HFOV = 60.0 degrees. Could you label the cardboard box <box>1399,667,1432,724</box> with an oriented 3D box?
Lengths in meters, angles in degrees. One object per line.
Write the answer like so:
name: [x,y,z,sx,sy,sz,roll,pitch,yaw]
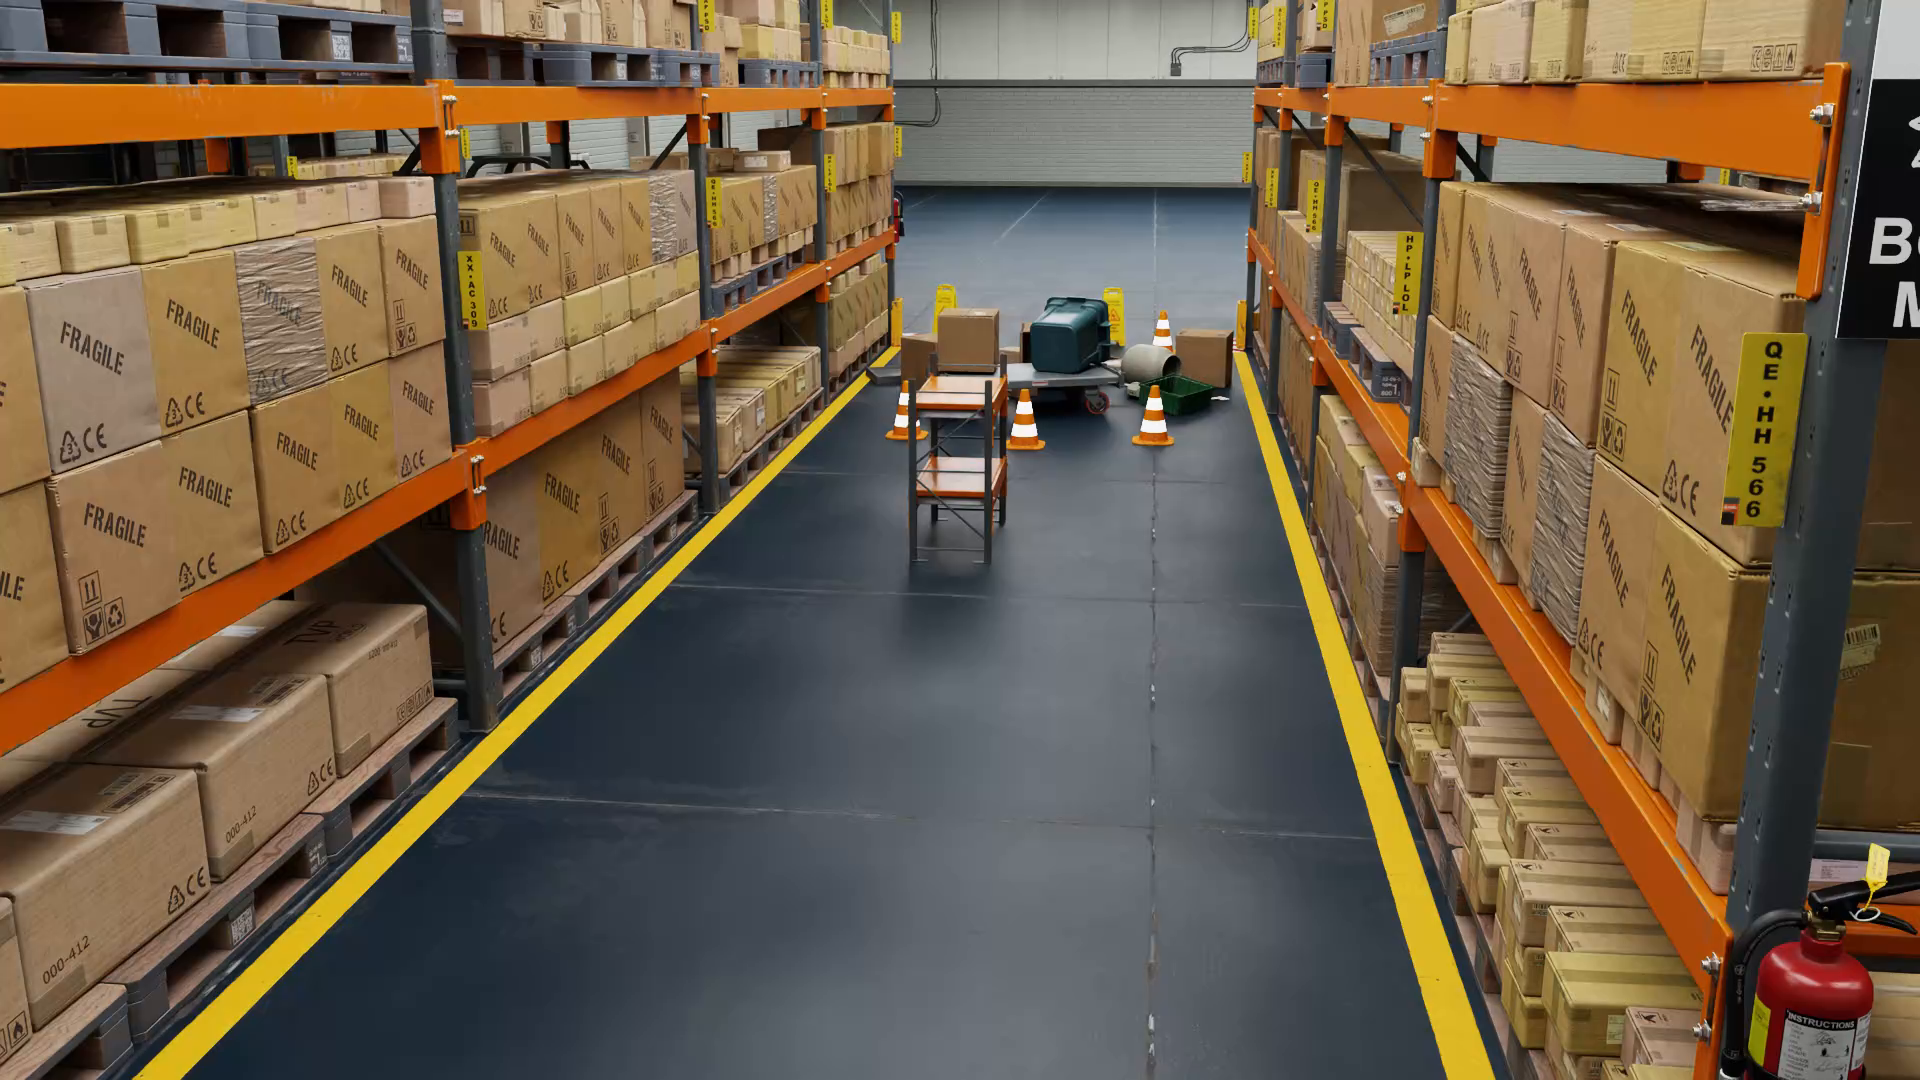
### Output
cardboard box: [1.975,0.629,6.675,0.380,0.149,0.250,2,15,9]

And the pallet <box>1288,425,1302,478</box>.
pallet: [3.089,-0.694,12.825,1.003,0.211,1.213,2,15,6]

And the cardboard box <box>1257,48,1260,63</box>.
cardboard box: [3.330,-5.096,17.499,0.380,0.149,0.250,2,15,7]

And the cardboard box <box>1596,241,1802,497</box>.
cardboard box: [1.744,-0.380,3.642,0.500,0.500,0.500,1,15,4]

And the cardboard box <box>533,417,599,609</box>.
cardboard box: [-2.512,-0.179,8.845,0.875,0.875,0.875,2,15,8]

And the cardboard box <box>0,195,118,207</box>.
cardboard box: [-2.984,-1.042,5.418,0.380,0.149,0.250,2,15,6]

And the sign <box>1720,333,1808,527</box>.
sign: [1.333,-0.181,2.760,0.100,0.325,0.005,2,15,6]

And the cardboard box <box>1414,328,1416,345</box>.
cardboard box: [2.211,-0.887,7.304,0.380,0.149,0.250,2,15,7]

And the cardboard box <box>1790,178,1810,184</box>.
cardboard box: [8.103,-3.576,15.463,0.500,0.500,0.500,2,15,6]

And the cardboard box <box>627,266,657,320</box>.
cardboard box: [-2.039,-1.411,9.465,0.500,0.250,0.500,1,15,5]

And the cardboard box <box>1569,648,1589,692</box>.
cardboard box: [1.782,0.318,4.222,0.380,0.149,0.250,1,15,4]

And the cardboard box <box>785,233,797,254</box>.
cardboard box: [-1.543,-2.417,13.532,0.380,0.149,0.250,2,15,7]

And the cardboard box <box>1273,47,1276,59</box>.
cardboard box: [3.045,-4.440,15.075,0.380,0.149,0.250,2,15,6]

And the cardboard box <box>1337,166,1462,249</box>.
cardboard box: [2.846,-2.170,10.832,0.700,0.500,0.500,2,15,6]

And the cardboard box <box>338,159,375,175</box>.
cardboard box: [-6.218,-3.805,16.984,0.380,0.149,0.250,2,15,6]

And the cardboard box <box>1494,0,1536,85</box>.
cardboard box: [1.893,-1.484,4.943,0.500,0.250,0.500,2,15,9]

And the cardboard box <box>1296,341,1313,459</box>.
cardboard box: [3.038,-1.021,12.198,1.050,0.750,0.750,2,15,7]

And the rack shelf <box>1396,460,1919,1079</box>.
rack shelf: [2.108,0.381,4.885,1.077,0.370,4.000,2,15,6]

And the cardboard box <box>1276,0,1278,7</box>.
cardboard box: [3.047,-4.822,14.960,0.380,0.149,0.250,2,15,7]

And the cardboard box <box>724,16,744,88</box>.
cardboard box: [-2.001,-3.536,12.049,0.797,0.503,0.637,2,15,6]

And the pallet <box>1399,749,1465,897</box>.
pallet: [2.293,1.036,6.425,1.003,0.211,1.213,2,15,6]

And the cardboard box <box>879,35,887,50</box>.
cardboard box: [-0.987,-5.332,17.842,0.380,0.149,0.250,2,15,7]

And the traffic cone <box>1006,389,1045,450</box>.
traffic cone: [0.519,-0.987,13.427,0.336,0.463,0.334,2,15,6]

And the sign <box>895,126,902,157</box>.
sign: [-0.693,-4.407,18.389,0.100,0.325,0.005,2,15,6]

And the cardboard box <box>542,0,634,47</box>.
cardboard box: [-2.056,-2.875,8.807,0.500,0.500,0.500,2,15,7]

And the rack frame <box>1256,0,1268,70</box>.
rack frame: [3.688,-6.493,17.436,1.000,3.000,0.127,2,15,6]

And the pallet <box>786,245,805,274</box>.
pallet: [-1.924,-2.393,14.133,1.003,0.211,1.213,2,15,6]

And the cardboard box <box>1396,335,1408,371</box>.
cardboard box: [2.269,-0.872,7.818,0.380,0.149,0.250,1,15,3]

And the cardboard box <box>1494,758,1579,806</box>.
cardboard box: [1.954,0.826,5.377,0.380,0.149,0.250,1,15,4]

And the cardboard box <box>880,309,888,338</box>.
cardboard box: [-1.069,-2.369,18.138,0.500,0.250,0.500,2,15,6]

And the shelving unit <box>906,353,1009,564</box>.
shelving unit: [-0.001,-0.541,10.509,0.538,1.125,1.048,2,15,6]

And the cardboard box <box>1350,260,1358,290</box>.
cardboard box: [2.502,-1.558,9.783,0.380,0.149,0.250,2,15,9]

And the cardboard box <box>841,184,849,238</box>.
cardboard box: [-1.333,-3.108,15.649,0.500,0.500,0.500,2,15,6]

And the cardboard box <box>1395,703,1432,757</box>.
cardboard box: [1.973,0.773,6.712,0.380,0.149,0.250,1,15,4]

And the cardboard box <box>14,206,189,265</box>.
cardboard box: [-2.516,-0.896,4.880,0.380,0.149,0.250,1,15,5]

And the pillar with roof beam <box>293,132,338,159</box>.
pillar with roof beam: [-2.871,-6.477,17.377,9.100,9.000,0.400,2,15,6]

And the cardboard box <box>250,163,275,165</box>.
cardboard box: [-6.804,-3.554,16.056,0.380,0.149,0.250,2,15,6]

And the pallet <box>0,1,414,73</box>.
pallet: [-2.699,-1.798,5.988,1.003,0.211,1.213,2,15,6]

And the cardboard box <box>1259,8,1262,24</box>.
cardboard box: [3.334,-5.483,17.403,0.380,0.149,0.250,2,15,7]

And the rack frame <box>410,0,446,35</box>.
rack frame: [-2.596,-3.501,6.368,1.000,3.000,0.127,2,15,6]

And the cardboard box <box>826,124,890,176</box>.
cardboard box: [-1.103,-3.986,16.980,0.700,0.500,0.500,2,15,6]

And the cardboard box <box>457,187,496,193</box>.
cardboard box: [-2.668,-1.524,8.445,0.500,0.500,0.500,2,15,8]

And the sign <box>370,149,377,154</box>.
sign: [-6.725,-4.336,19.141,0.100,0.325,0.005,2,15,6]

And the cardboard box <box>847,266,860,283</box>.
cardboard box: [-1.201,-2.609,16.348,0.380,0.149,0.250,3,15,9]

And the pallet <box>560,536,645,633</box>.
pallet: [-2.449,0.222,9.437,1.003,0.211,1.213,2,15,6]

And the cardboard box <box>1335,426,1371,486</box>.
cardboard box: [2.341,-0.449,9.125,0.500,0.250,0.500,2,15,7]

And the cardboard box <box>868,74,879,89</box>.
cardboard box: [-1.064,-4.809,17.437,0.380,0.149,0.250,2,15,8]

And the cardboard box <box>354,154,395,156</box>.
cardboard box: [-6.517,-4.219,18.515,0.380,0.149,0.250,2,15,8]

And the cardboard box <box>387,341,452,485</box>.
cardboard box: [-2.395,-0.525,6.666,0.500,0.500,0.500,2,15,7]

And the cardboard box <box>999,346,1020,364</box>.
cardboard box: [0.617,-1.941,17.557,0.380,0.149,0.250,11,19,35]

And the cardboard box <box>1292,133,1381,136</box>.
cardboard box: [3.456,-3.530,15.615,0.875,0.550,0.550,2,15,6]

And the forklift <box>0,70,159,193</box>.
forklift: [-5.264,-1.270,9.745,1.130,2.935,3.031,-13,20,-41]

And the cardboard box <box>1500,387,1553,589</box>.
cardboard box: [1.855,-0.158,4.738,0.500,0.500,0.500,2,15,9]

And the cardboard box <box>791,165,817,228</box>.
cardboard box: [-1.518,-2.948,14.250,0.500,0.500,0.500,1,15,5]

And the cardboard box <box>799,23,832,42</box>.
cardboard box: [-1.334,-4.463,14.629,0.380,0.149,0.250,1,15,5]

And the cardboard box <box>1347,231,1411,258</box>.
cardboard box: [2.540,-1.776,10.020,0.380,0.149,0.250,2,15,6]

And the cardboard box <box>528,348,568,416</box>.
cardboard box: [-2.227,-0.773,8.061,0.500,0.250,0.500,1,15,5]
